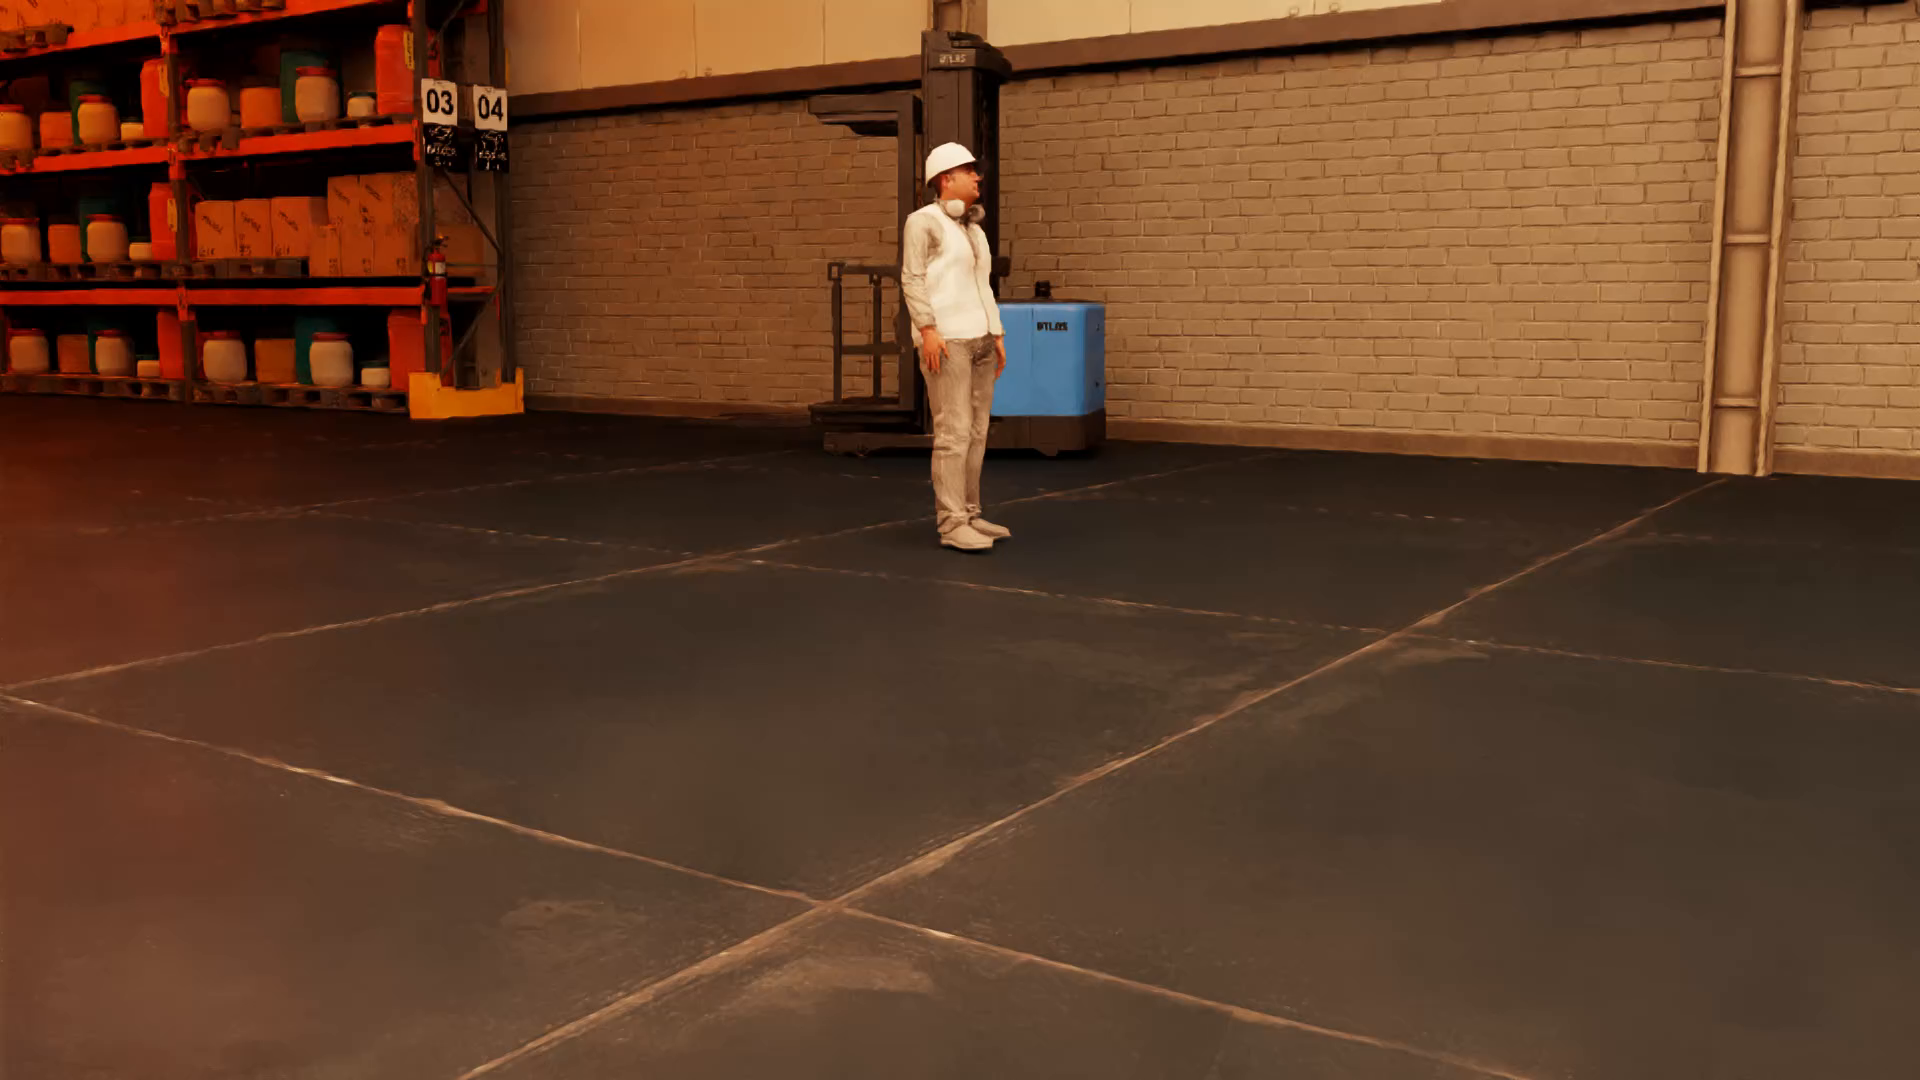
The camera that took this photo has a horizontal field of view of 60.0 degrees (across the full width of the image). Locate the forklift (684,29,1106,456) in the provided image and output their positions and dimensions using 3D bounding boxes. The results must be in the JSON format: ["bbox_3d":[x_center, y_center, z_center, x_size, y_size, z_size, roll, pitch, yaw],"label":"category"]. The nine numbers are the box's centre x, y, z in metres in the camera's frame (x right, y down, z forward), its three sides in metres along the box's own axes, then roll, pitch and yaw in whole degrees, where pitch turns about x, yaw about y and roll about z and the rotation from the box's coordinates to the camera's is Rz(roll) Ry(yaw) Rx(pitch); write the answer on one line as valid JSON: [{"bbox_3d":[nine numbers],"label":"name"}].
[{"bbox_3d":[-0.492,-2.117,12.082,3.031,2.935,1.130,2,8,14],"label":"forklift"}]

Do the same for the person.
[{"bbox_3d":[0.047,-0.879,7.436,0.567,1.773,0.632,5,10,34],"label":"person"}]
